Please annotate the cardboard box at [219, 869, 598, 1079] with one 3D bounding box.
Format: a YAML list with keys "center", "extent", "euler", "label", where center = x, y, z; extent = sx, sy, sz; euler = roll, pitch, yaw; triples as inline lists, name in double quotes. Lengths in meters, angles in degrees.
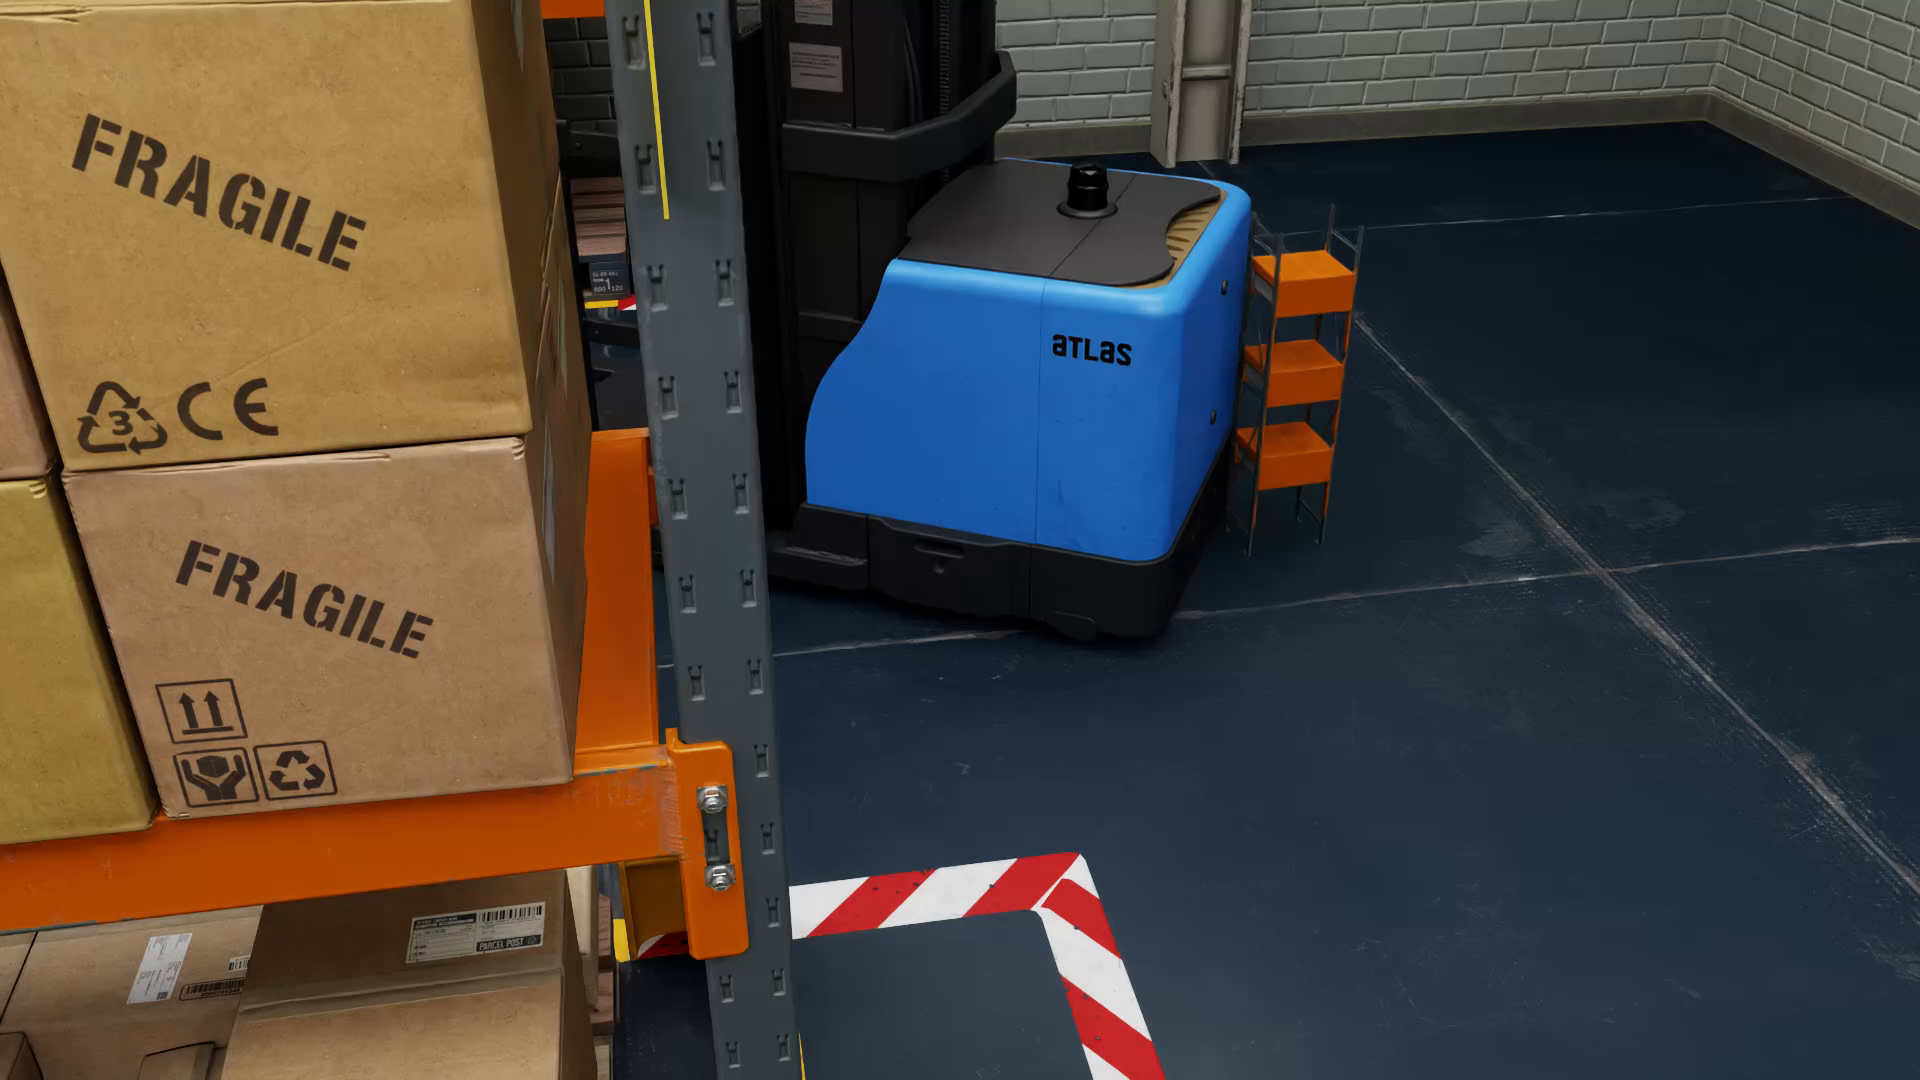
- center: [-0.882, 0.923, 2.753]
  extent: [0.500, 0.500, 0.500]
  euler: [-5, 31, -9]
  label: "cardboard box"

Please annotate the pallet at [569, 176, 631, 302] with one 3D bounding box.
- center: [-2.060, -1.292, 7.240]
  extent: [1.213, 0.211, 1.003]
  euler: [-5, 31, -9]
  label: "pallet"

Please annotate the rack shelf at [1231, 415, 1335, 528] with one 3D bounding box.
- center: [0.990, -0.212, 5.145]
  extent: [0.240, 0.259, 0.215]
  euler: [-7, 31, -12]
  label: "rack shelf"

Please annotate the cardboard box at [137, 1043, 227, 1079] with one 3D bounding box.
- center: [-1.297, 1.059, 2.851]
  extent: [0.250, 0.166, 0.380]
  euler: [-5, 31, -9]
  label: "cardboard box"

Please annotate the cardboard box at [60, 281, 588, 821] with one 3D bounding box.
- center: [-0.783, -0.004, 2.198]
  extent: [0.500, 0.500, 0.500]
  euler: [-4, 31, -7]
  label: "cardboard box"

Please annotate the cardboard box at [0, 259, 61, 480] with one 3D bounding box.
- center: [-1.277, -0.387, 1.864]
  extent: [0.500, 0.500, 0.500]
  euler: [-4, 31, -8]
  label: "cardboard box"

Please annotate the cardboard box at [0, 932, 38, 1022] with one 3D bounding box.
- center: [-1.961, 0.858, 3.110]
  extent: [0.500, 0.250, 0.500]
  euler: [-5, 31, -9]
  label: "cardboard box"

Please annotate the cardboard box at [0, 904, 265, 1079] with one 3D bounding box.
- center: [-1.469, 0.812, 3.188]
  extent: [0.500, 0.250, 0.500]
  euler: [-5, 31, -9]
  label: "cardboard box"

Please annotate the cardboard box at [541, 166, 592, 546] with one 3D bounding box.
- center: [-0.876, -0.271, 2.653]
  extent: [0.500, 0.500, 0.500]
  euler: [-5, 31, -8]
  label: "cardboard box"

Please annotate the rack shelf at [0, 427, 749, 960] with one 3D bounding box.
- center: [-2.359, 0.356, 2.396]
  extent: [4.000, 0.370, 1.077]
  euler: [-5, 31, -9]
  label: "rack shelf"

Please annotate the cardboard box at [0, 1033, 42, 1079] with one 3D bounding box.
- center: [-1.822, 1.103, 2.694]
  extent: [0.500, 0.250, 0.500]
  euler: [-5, 31, -9]
  label: "cardboard box"

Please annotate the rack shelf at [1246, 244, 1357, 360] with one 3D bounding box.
- center: [0.990, -0.697, 4.860]
  extent: [0.240, 0.259, 0.215]
  euler: [-7, 31, -12]
  label: "rack shelf"

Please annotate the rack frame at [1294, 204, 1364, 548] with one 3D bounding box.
- center: [1.108, -0.477, 5.025]
  extent: [0.008, 1.050, 0.200]
  euler: [-7, 31, -12]
  label: "rack frame"

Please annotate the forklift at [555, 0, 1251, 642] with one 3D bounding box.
- center: [-0.697, -1.422, 4.777]
  extent: [3.031, 2.935, 1.130]
  euler: [10, 32, 17]
  label: "forklift"

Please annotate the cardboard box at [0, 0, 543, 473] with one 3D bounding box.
- center: [-0.780, -0.433, 1.943]
  extent: [0.500, 0.500, 0.500]
  euler: [-6, 31, -9]
  label: "cardboard box"

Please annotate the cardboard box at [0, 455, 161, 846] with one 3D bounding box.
- center: [-1.293, 0.045, 2.115]
  extent: [0.500, 0.500, 0.500]
  euler: [-5, 31, -8]
  label: "cardboard box"

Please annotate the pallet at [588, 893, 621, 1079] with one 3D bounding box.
- center: [-1.250, 1.145, 3.094]
  extent: [1.213, 0.211, 1.003]
  euler: [-5, 31, -9]
  label: "pallet"

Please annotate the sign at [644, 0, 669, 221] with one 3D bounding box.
- center: [-0.311, -0.494, 1.677]
  extent: [0.005, 0.325, 0.100]
  euler: [-5, 31, -9]
  label: "sign"

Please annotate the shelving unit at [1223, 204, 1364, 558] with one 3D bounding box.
- center: [0.990, -0.461, 4.999]
  extent: [0.252, 1.050, 0.215]
  euler: [-7, 31, -12]
  label: "shelving unit"

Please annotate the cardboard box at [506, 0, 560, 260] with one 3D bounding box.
- center: [-0.876, -0.702, 2.400]
  extent: [0.500, 0.500, 0.500]
  euler: [-4, 31, -7]
  label: "cardboard box"

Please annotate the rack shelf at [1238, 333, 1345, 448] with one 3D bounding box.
- center: [0.990, -0.452, 5.004]
  extent: [0.240, 0.259, 0.215]
  euler: [-7, 31, -12]
  label: "rack shelf"

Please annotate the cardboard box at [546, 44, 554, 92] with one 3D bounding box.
- center: [-1.871, -1.987, 7.082]
  extent: [0.250, 0.149, 0.380]
  euler: [-5, 31, -9]
  label: "cardboard box"

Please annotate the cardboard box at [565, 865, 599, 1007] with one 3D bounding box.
- center: [-0.865, 0.769, 3.361]
  extent: [0.250, 0.149, 0.380]
  euler: [-5, 31, -9]
  label: "cardboard box"

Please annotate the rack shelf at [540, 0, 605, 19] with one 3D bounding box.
- center: [-3.255, -2.114, 6.595]
  extent: [4.000, 0.370, 1.077]
  euler: [-5, 31, -9]
  label: "rack shelf"

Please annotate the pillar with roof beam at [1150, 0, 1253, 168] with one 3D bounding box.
- center: [1.988, -3.724, 2.705]
  extent: [0.400, 9.000, 9.100]
  euler: [-5, 31, -9]
  label: "pillar with roof beam"

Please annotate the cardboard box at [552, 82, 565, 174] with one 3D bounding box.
- center: [-1.958, -1.596, 7.057]
  extent: [0.500, 0.500, 0.700]
  euler: [-5, 31, -9]
  label: "cardboard box"

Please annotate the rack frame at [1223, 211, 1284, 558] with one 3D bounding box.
- center: [0.872, -0.446, 4.972]
  extent: [0.008, 1.050, 0.200]
  euler: [-7, 31, -12]
  label: "rack frame"

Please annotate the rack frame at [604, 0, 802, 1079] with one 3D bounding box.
- center: [-0.392, -0.137, 2.524]
  extent: [0.127, 3.000, 1.000]
  euler: [-5, 31, -9]
  label: "rack frame"

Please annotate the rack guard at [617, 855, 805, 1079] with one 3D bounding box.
- center: [-0.466, 0.947, 3.146]
  extent: [0.348, 0.500, 1.175]
  euler: [-5, 31, -9]
  label: "rack guard"
